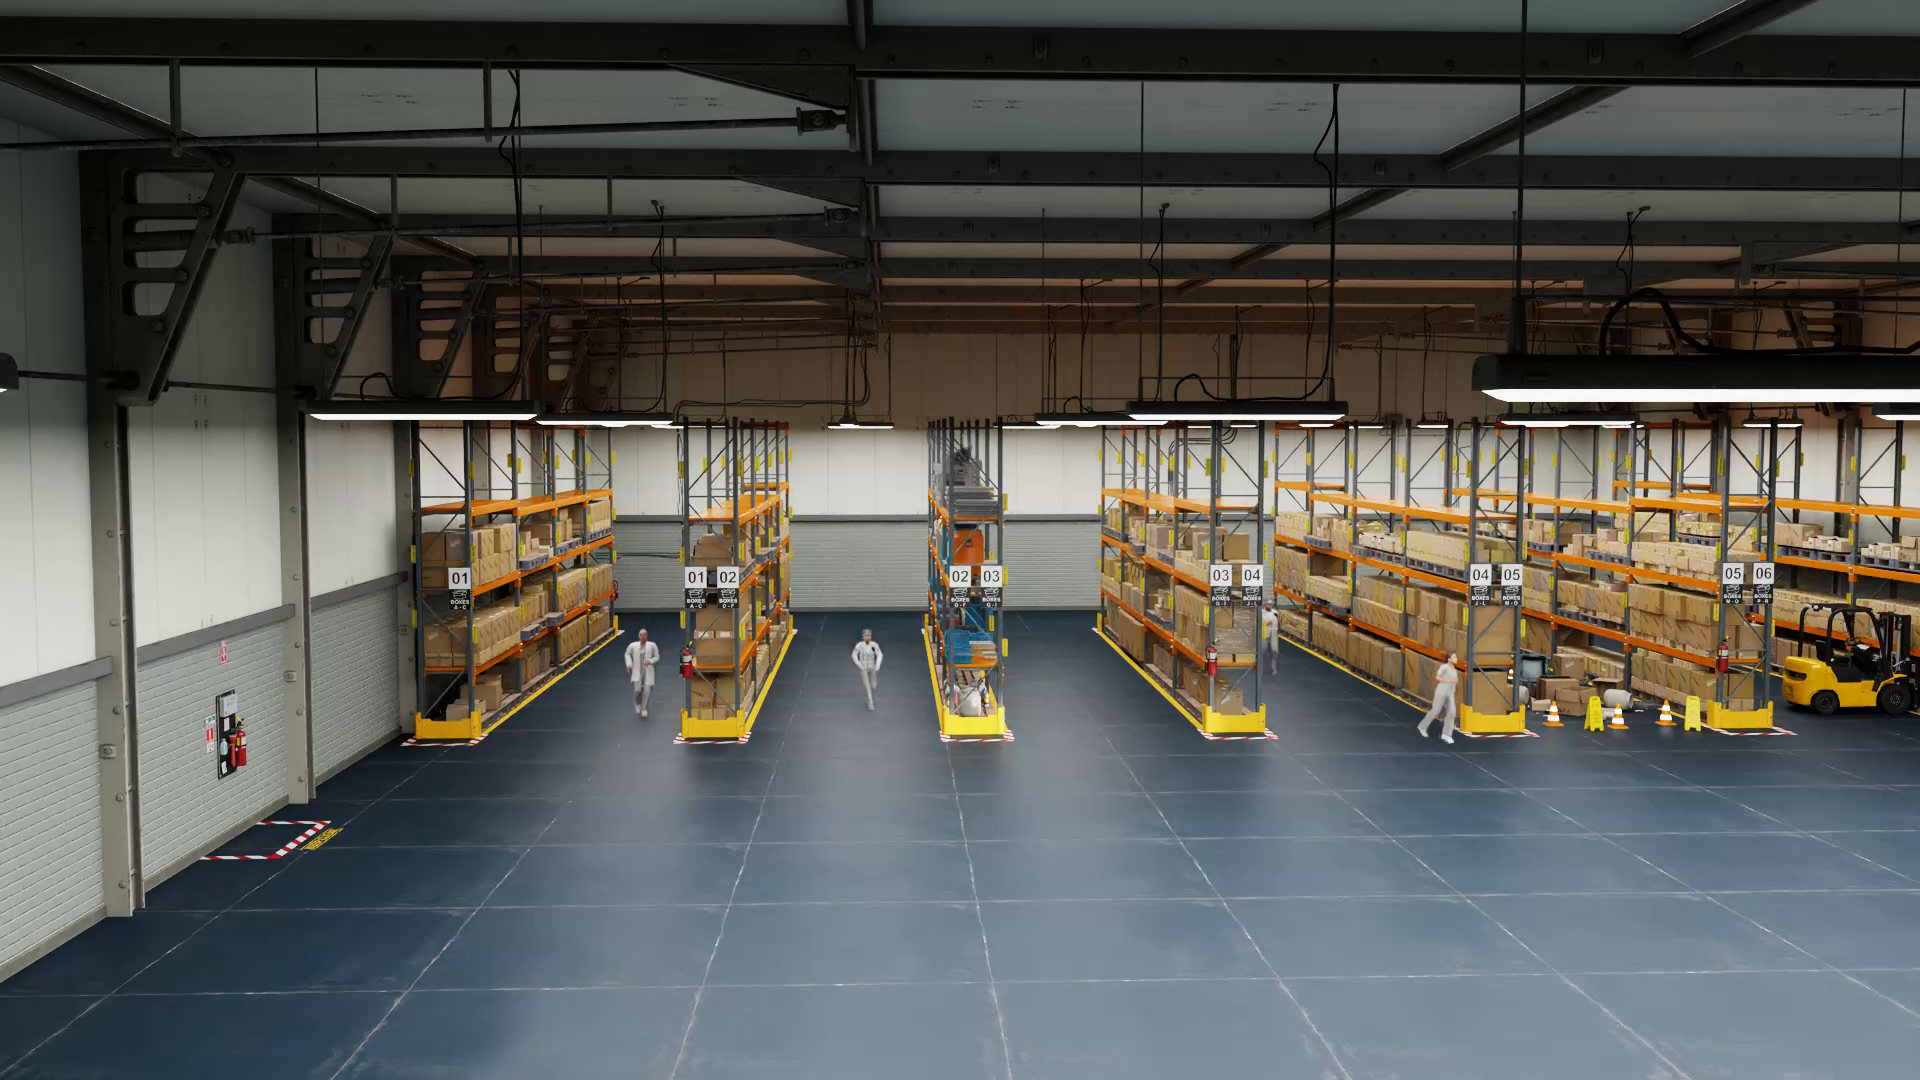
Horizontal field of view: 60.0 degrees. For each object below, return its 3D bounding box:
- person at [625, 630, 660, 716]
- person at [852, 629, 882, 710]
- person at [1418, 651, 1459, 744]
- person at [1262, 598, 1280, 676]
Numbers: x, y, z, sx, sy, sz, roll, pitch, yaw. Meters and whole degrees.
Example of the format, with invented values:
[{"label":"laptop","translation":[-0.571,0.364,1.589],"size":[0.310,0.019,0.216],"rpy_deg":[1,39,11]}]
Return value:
[{"label":"person","translation":[-6.376,2.672,33.340],"size":[0.673,1.742,0.656],"rpy_deg":[-1,4,-11]},{"label":"person","translation":[-1.925,2.658,34.463],"size":[0.639,1.662,0.565],"rpy_deg":[-1,4,-10]},{"label":"person","translation":[9.005,2.881,30.839],"size":[0.591,1.658,0.891],"rpy_deg":[-2,4,-29]},{"label":"person","translation":[7.260,2.281,39.252],"size":[0.652,1.864,0.832],"rpy_deg":[0,4,-7]}]
